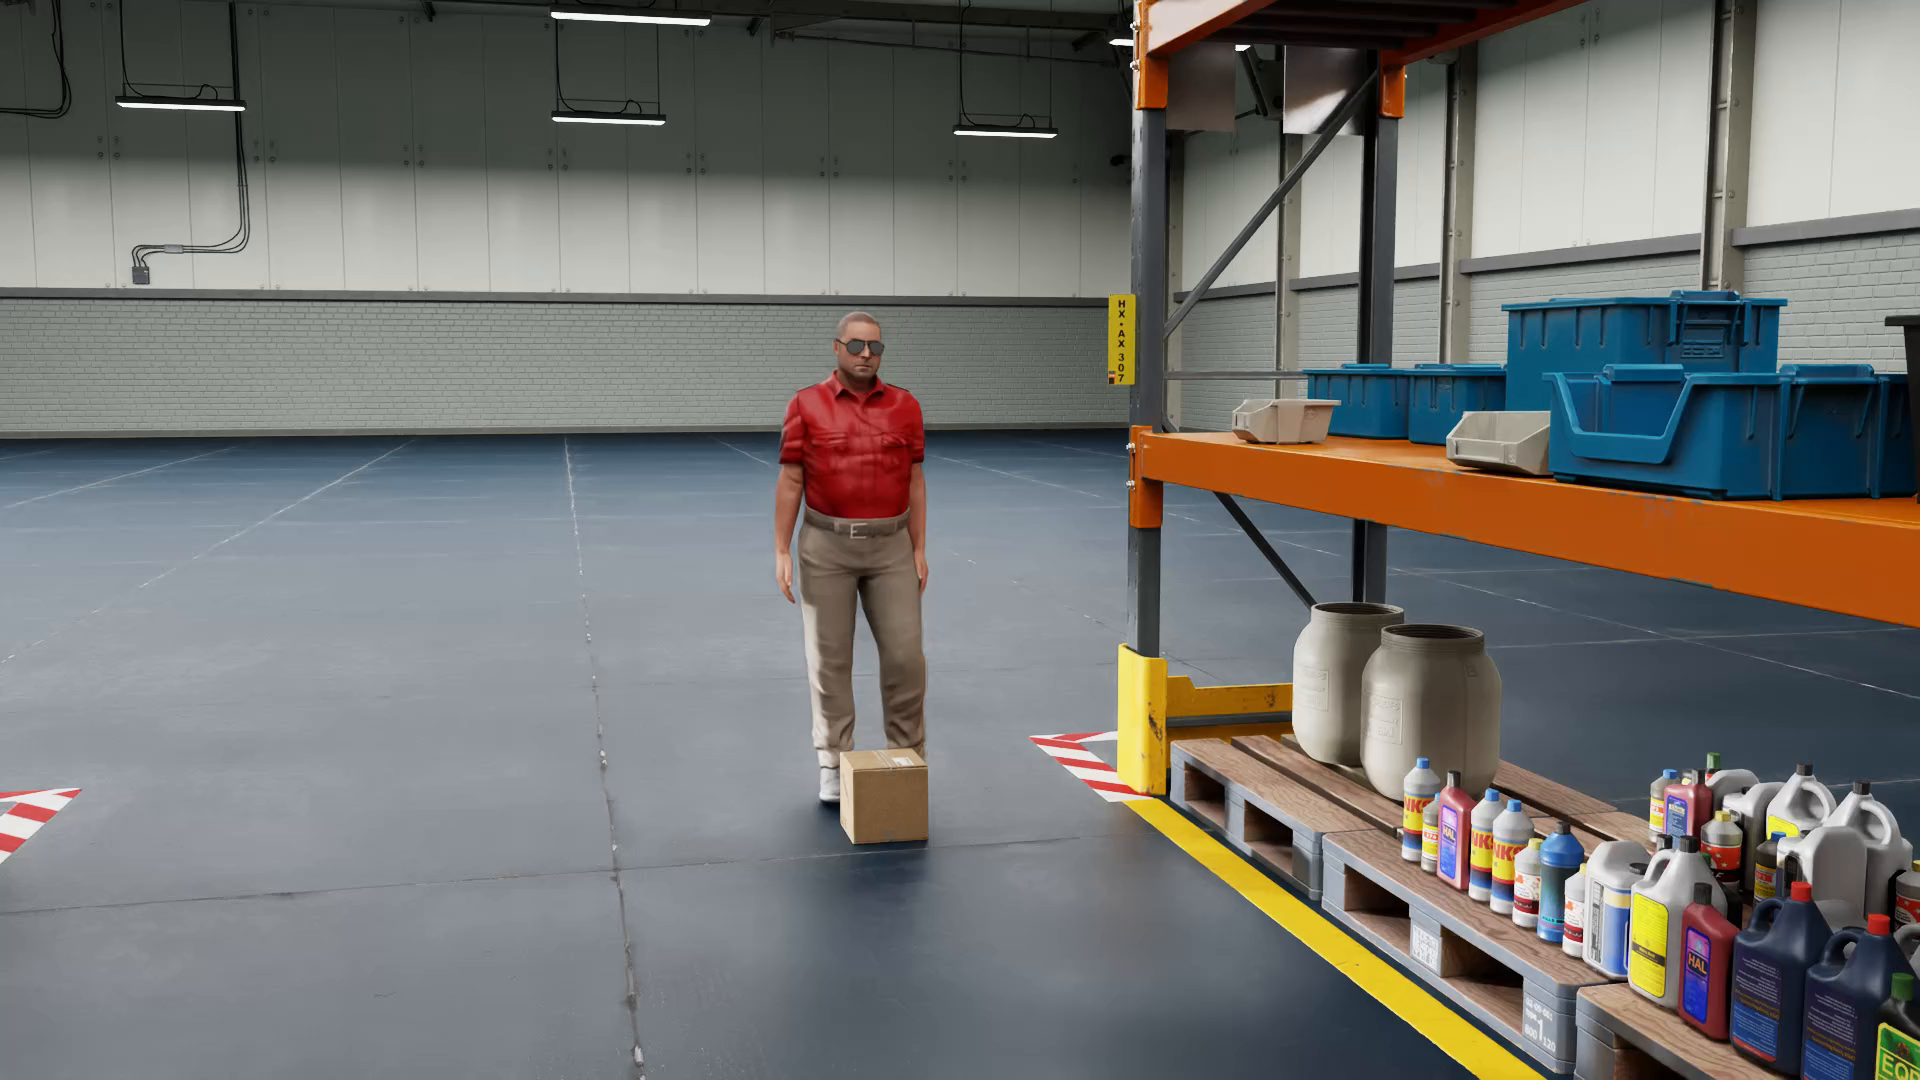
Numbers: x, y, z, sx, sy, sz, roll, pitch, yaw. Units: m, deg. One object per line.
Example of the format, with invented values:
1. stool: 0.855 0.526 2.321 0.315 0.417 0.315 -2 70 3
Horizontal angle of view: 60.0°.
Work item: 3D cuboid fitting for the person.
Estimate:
1. person: -0.368 0.089 5.908 0.553 1.783 0.386 -2 6 -14
